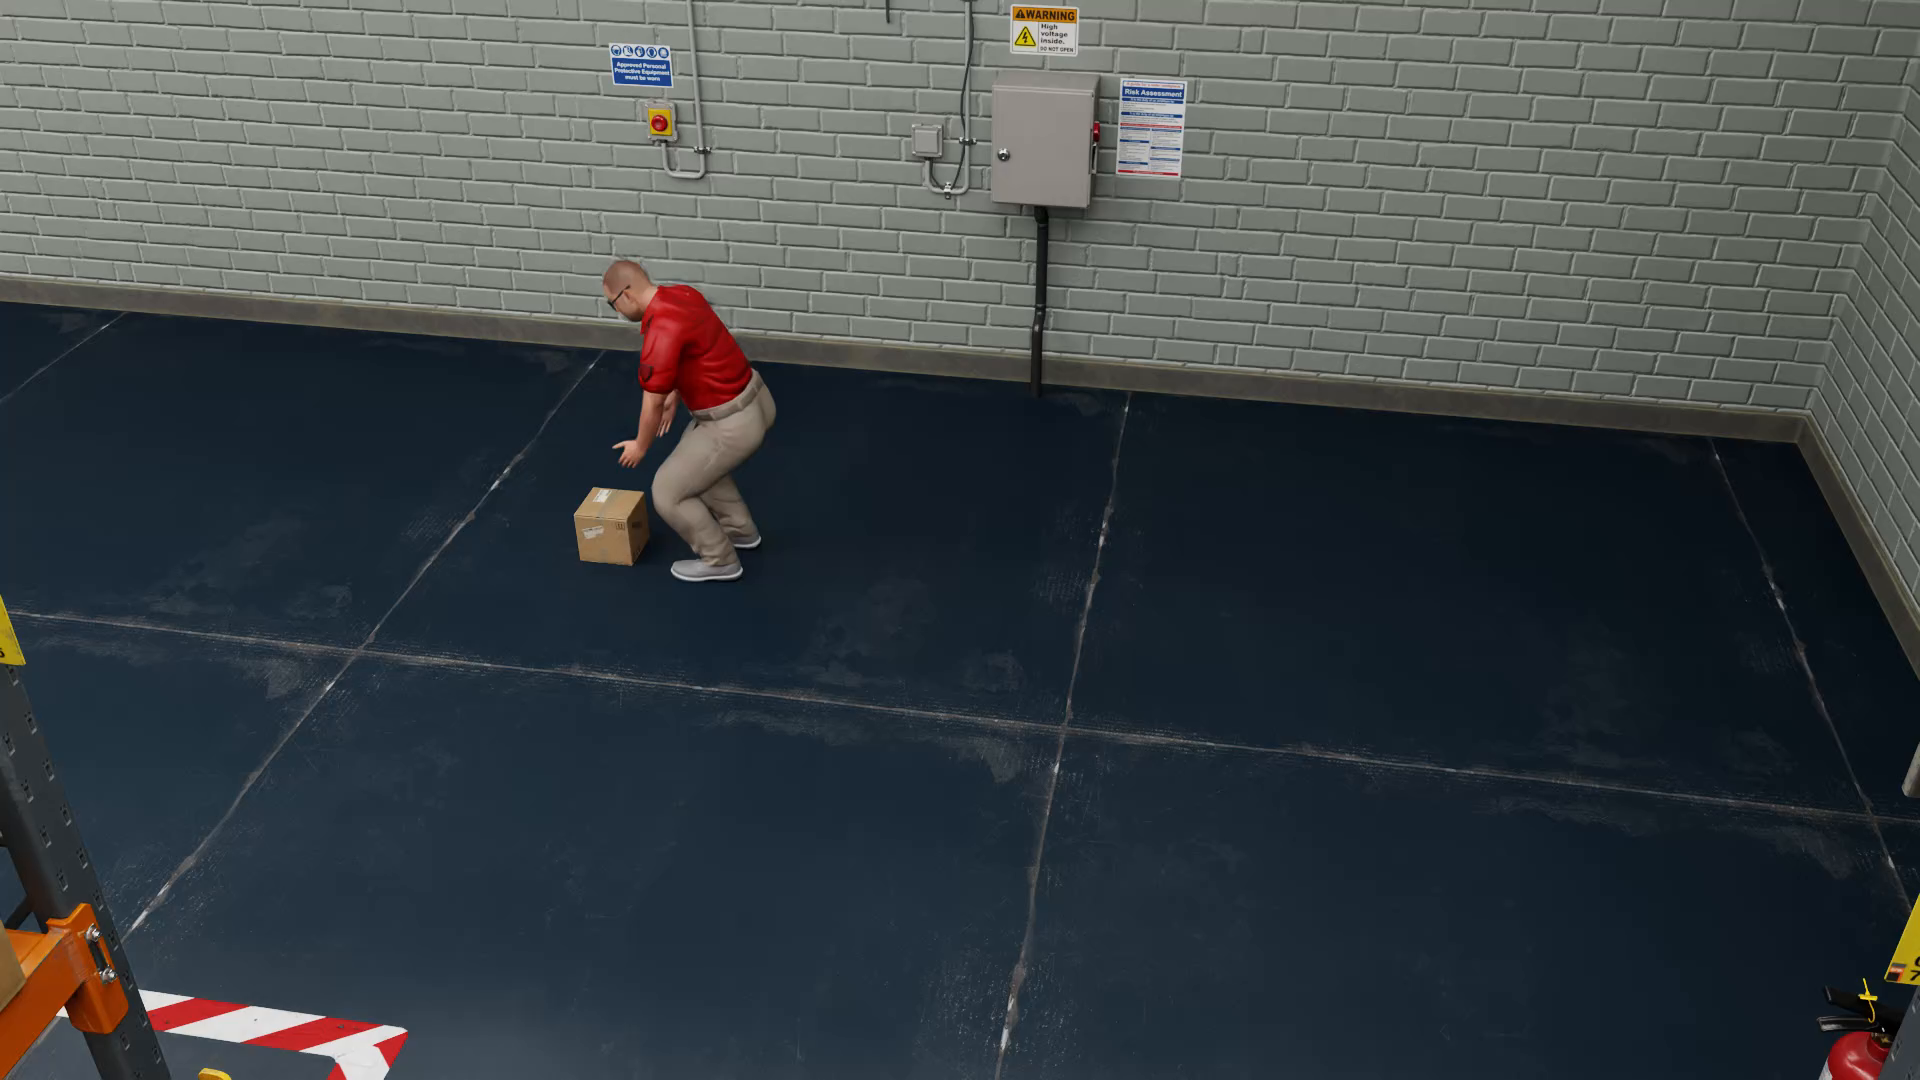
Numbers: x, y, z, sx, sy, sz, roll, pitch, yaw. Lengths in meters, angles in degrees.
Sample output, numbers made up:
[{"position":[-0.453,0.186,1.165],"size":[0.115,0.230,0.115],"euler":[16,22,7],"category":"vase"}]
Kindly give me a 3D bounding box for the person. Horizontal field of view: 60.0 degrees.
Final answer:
[{"position":[-1.170,-0.513,7.223],"size":[0.636,1.467,0.588],"euler":[5,33,9],"category":"person"}]
